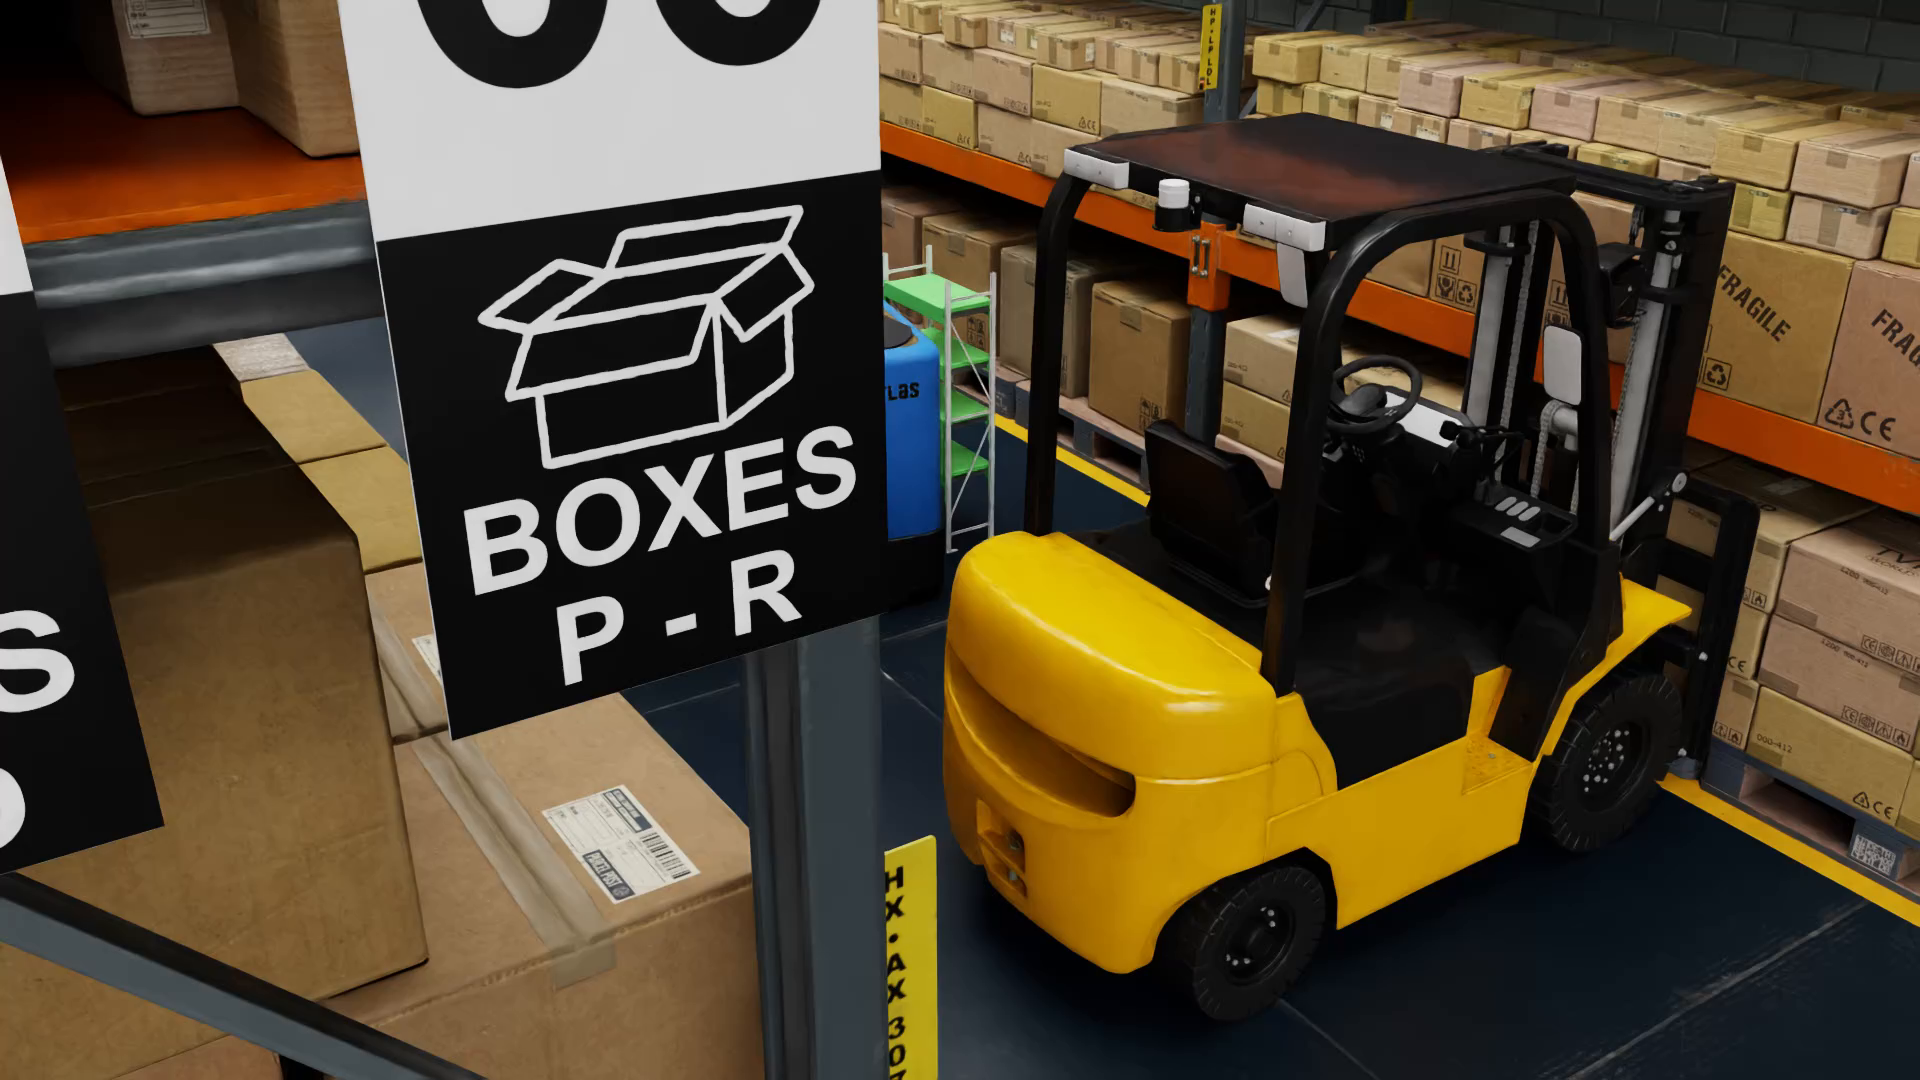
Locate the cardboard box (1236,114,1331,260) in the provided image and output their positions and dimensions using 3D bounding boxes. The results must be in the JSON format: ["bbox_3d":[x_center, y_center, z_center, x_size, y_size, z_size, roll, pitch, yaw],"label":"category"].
[{"bbox_3d":[1.475,-1.436,6.661,0.500,0.500,0.500,-16,30,-31],"label":"cardboard box"}]

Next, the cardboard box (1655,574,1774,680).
[{"bbox_3d":[2.543,0.185,5.488,0.500,0.250,0.500,-16,30,-31],"label":"cardboard box"}]

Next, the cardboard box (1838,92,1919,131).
[{"bbox_3d":[3.012,-1.312,5.291,0.380,0.149,0.250,-16,30,-31],"label":"cardboard box"}]

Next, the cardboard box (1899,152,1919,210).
[{"bbox_3d":[2.863,-1.006,4.642,0.380,0.149,0.250,-15,29,-29],"label":"cardboard box"}]

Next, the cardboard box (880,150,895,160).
[{"bbox_3d":[-0.728,-2.317,11.080,0.500,0.500,0.500,-14,29,-28],"label":"cardboard box"}]

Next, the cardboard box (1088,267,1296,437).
[{"bbox_3d":[1.157,-0.910,7.954,0.875,0.625,0.625,-14,29,-27],"label":"cardboard box"}]

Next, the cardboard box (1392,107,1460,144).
[{"bbox_3d":[1.786,-1.489,6.014,0.380,0.149,0.250,-15,29,-28],"label":"cardboard box"}]

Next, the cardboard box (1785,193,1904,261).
[{"bbox_3d":[2.645,-0.944,4.859,0.380,0.149,0.250,-17,30,-31],"label":"cardboard box"}]

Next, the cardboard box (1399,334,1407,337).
[{"bbox_3d":[1.882,-0.878,7.154,0.500,0.250,0.500,-15,29,-29],"label":"cardboard box"}]

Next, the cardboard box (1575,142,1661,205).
[{"bbox_3d":[2.232,-1.216,5.435,0.380,0.149,0.250,-16,30,-31],"label":"cardboard box"}]

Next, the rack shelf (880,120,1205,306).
[{"bbox_3d":[0.359,-2.000,8.816,1.077,0.370,4.000,-16,29,-30],"label":"rack shelf"}]

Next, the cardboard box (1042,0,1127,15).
[{"bbox_3d":[0.646,-2.681,8.538,0.380,0.149,0.250,-15,29,-29],"label":"cardboard box"}]

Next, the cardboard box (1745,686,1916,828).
[{"bbox_3d":[2.850,0.599,5.196,0.500,0.250,0.500,-16,29,-30],"label":"cardboard box"}]

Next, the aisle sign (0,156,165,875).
[{"bbox_3d":[-0.731,-0.107,0.918,0.394,0.787,0.004,-16,29,-30],"label":"aisle sign"}]

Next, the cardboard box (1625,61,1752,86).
[{"bbox_3d":[2.551,-1.574,5.845,0.380,0.149,0.250,-16,30,-30],"label":"cardboard box"}]

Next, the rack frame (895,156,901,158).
[{"bbox_3d":[-0.732,-3.041,10.178,1.000,3.000,0.127,-16,29,-30],"label":"rack frame"}]

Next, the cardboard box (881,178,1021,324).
[{"bbox_3d":[-0.040,-1.699,9.625,0.875,0.625,0.625,-14,29,-28],"label":"cardboard box"}]

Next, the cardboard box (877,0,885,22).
[{"bbox_3d":[-0.343,-2.925,9.056,0.380,0.149,0.250,-15,29,-29],"label":"cardboard box"}]

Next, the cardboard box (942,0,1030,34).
[{"bbox_3d":[0.131,-2.667,8.509,0.380,0.149,0.250,-16,29,-30],"label":"cardboard box"}]

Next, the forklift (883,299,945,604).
[{"bbox_3d":[-1.634,-1.058,6.057,3.031,2.935,1.130,-9,27,-19],"label":"forklift"}]

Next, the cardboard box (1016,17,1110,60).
[{"bbox_3d":[0.488,-2.379,7.898,0.380,0.149,0.250,-16,30,-31],"label":"cardboard box"}]

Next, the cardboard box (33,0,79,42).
[{"bbox_3d":[-0.921,-0.717,2.036,0.380,0.149,0.250,-16,29,-30],"label":"cardboard box"}]

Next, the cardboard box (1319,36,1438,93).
[{"bbox_3d":[1.610,-1.832,6.391,0.380,0.149,0.250,-15,29,-29],"label":"cardboard box"}]

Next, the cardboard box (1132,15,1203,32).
[{"bbox_3d":[1.044,-2.409,7.962,0.380,0.149,0.250,-16,30,-30],"label":"cardboard box"}]

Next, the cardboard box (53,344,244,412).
[{"bbox_3d":[-1.254,0.032,2.032,0.700,0.500,0.500,-15,29,-29],"label":"cardboard box"}]

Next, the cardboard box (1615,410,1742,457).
[{"bbox_3d":[2.717,-0.338,6.011,0.500,0.250,0.500,-16,30,-31],"label":"cardboard box"}]

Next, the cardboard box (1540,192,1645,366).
[{"bbox_3d":[2.307,-0.888,5.500,0.500,0.500,0.500,-15,29,-29],"label":"cardboard box"}]

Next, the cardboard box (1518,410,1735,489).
[{"bbox_3d":[2.284,-0.213,5.745,0.500,0.250,0.500,-16,30,-31],"label":"cardboard box"}]

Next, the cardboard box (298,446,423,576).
[{"bbox_3d":[-1.113,0.198,2.851,0.500,0.500,0.500,-16,30,-31],"label":"cardboard box"}]

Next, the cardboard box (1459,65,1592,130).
[{"bbox_3d":[1.961,-1.536,5.765,0.380,0.149,0.250,-16,30,-30],"label":"cardboard box"}]

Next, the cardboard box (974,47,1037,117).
[{"bbox_3d":[0.408,-2.251,8.095,0.500,0.250,0.500,-15,29,-29],"label":"cardboard box"}]

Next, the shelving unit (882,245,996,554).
[{"bbox_3d":[-0.090,-0.602,7.119,0.258,1.200,0.503,-16,29,-30],"label":"shelving unit"}]

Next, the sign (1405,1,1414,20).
[{"bbox_3d":[1.915,-2.167,7.221,0.100,0.325,0.005,-16,29,-30],"label":"sign"}]

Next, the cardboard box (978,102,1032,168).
[{"bbox_3d":[0.432,-2.025,8.202,0.500,0.250,0.500,-15,29,-29],"label":"cardboard box"}]

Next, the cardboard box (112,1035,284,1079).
[{"bbox_3d":[-1.049,0.669,1.854,0.500,0.500,0.500,-16,30,-30],"label":"cardboard box"}]

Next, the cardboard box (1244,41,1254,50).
[{"bbox_3d":[1.439,-2.125,7.360,0.380,0.149,0.250,-16,30,-31],"label":"cardboard box"}]

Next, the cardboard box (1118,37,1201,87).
[{"bbox_3d":[0.923,-2.107,7.323,0.380,0.149,0.250,-16,30,-30],"label":"cardboard box"}]

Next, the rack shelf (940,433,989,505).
[{"bbox_3d":[-0.090,-0.327,7.249,0.258,0.148,0.480,-16,29,-30],"label":"rack shelf"}]

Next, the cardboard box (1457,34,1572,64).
[{"bbox_3d":[2.137,-1.849,6.427,0.380,0.149,0.250,-16,30,-30],"label":"cardboard box"}]

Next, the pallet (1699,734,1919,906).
[{"bbox_3d":[3.182,0.818,5.271,1.003,0.211,1.213,-16,29,-30],"label":"pallet"}]

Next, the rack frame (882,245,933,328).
[{"bbox_3d":[-0.224,-0.689,7.304,0.240,1.200,0.015,-16,29,-30],"label":"rack frame"}]

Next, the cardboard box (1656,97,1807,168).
[{"bbox_3d":[2.420,-1.279,5.220,0.380,0.149,0.250,-15,29,-29],"label":"cardboard box"}]

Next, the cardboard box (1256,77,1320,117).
[{"bbox_3d":[1.405,-1.774,6.616,0.380,0.149,0.250,-16,30,-30],"label":"cardboard box"}]

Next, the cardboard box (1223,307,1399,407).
[{"bbox_3d":[1.452,-0.763,6.910,0.500,0.250,0.500,-16,30,-30],"label":"cardboard box"}]
